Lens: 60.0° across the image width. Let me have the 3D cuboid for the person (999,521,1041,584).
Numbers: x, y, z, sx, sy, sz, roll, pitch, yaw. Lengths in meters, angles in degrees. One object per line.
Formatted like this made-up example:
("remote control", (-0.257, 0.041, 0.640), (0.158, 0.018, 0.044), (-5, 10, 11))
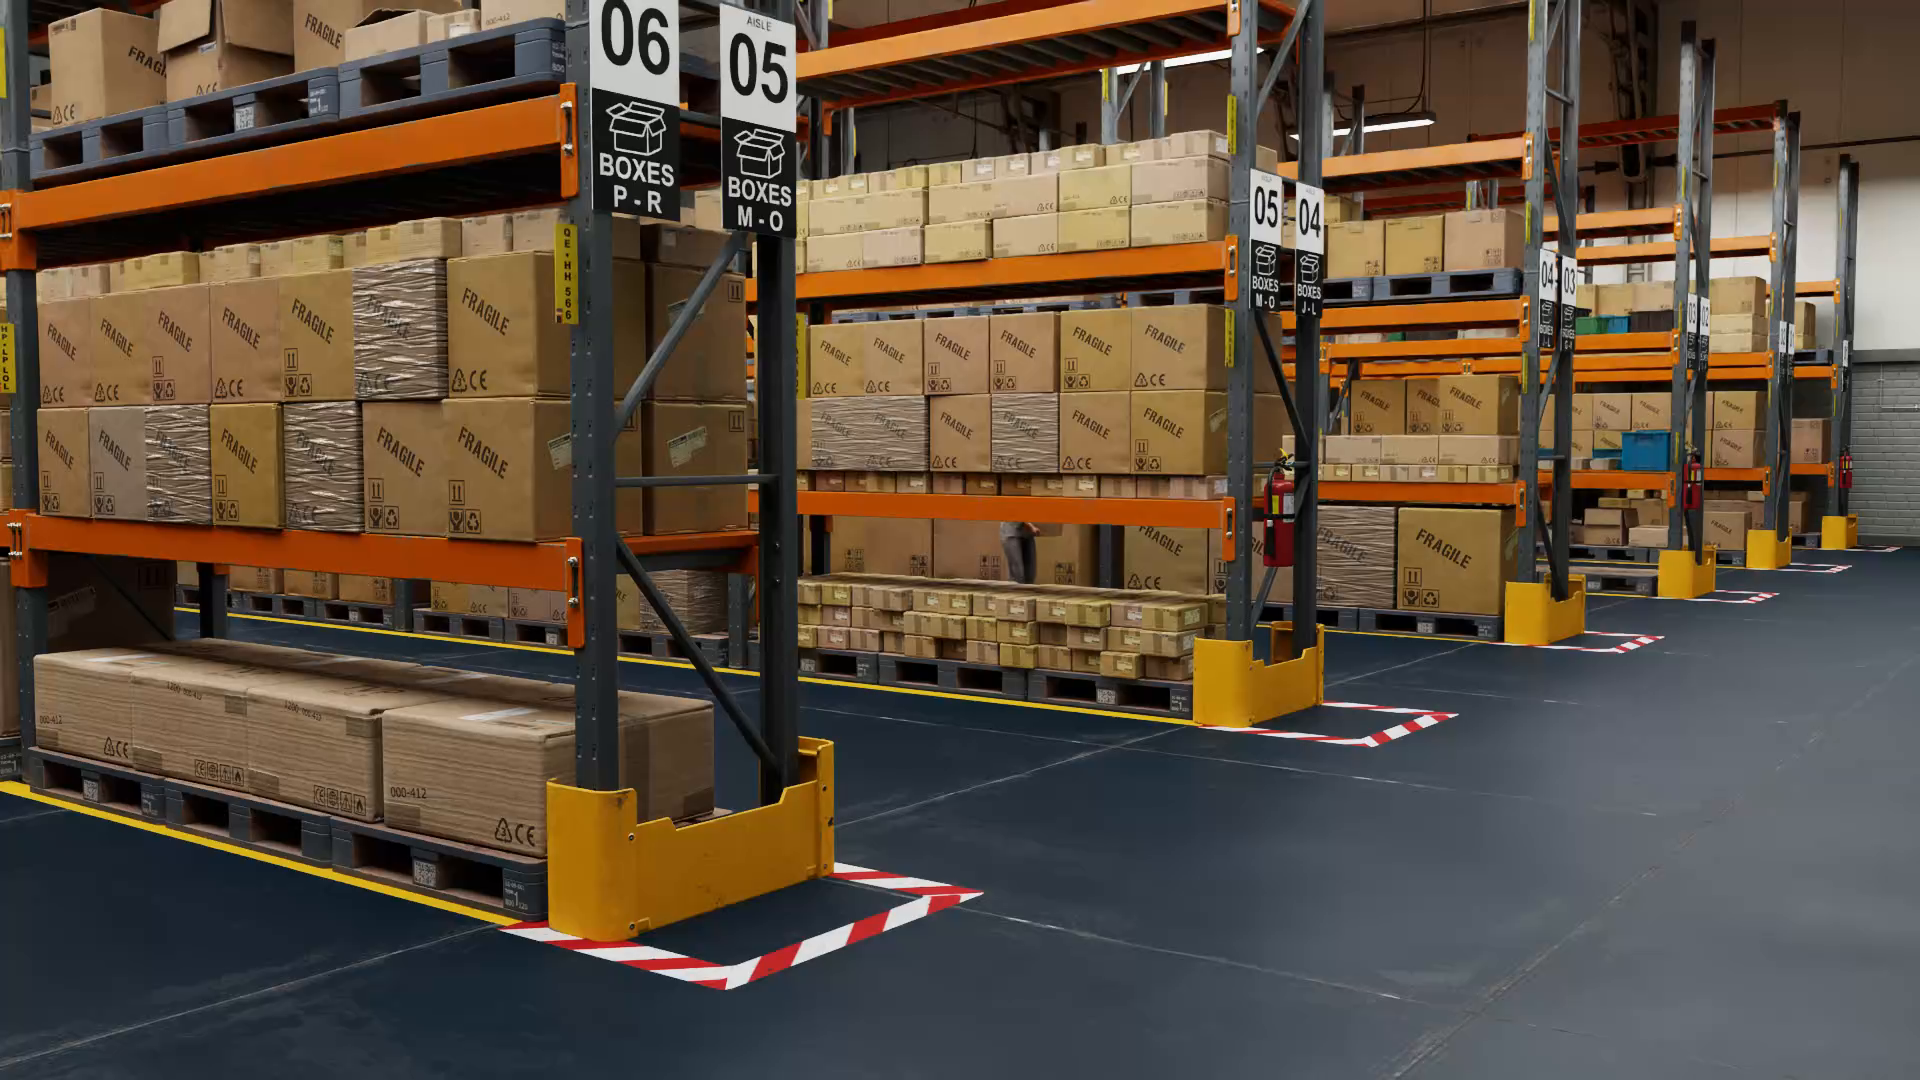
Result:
("person", (0.590, -0.013, 14.640), (0.490, 1.596, 0.404), (3, 4, 37))
